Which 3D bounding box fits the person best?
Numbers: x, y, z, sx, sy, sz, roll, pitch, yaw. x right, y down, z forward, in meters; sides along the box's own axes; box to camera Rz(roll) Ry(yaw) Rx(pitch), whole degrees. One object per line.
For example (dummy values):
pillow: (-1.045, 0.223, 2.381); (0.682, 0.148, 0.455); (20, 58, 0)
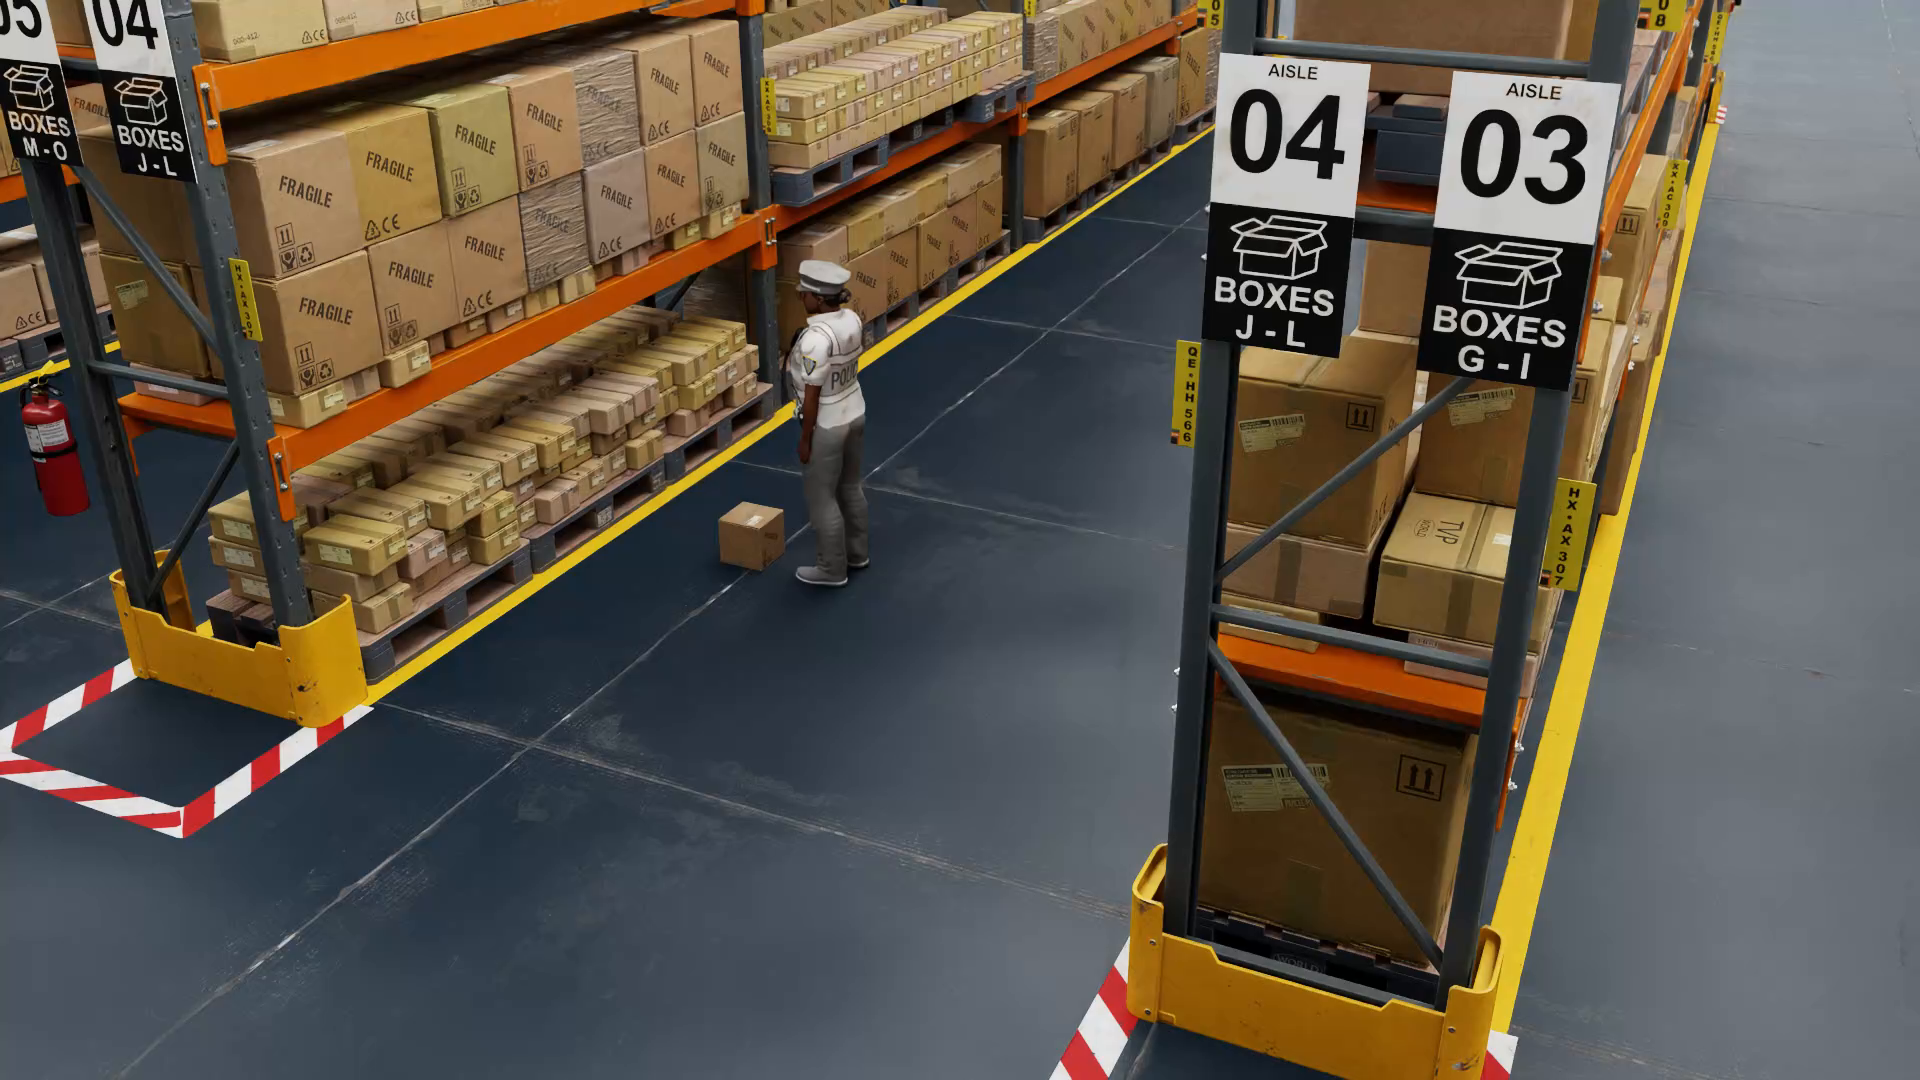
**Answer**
person: (-0.660, -0.563, 8.249); (0.338, 1.684, 0.442); (12, 29, 22)
